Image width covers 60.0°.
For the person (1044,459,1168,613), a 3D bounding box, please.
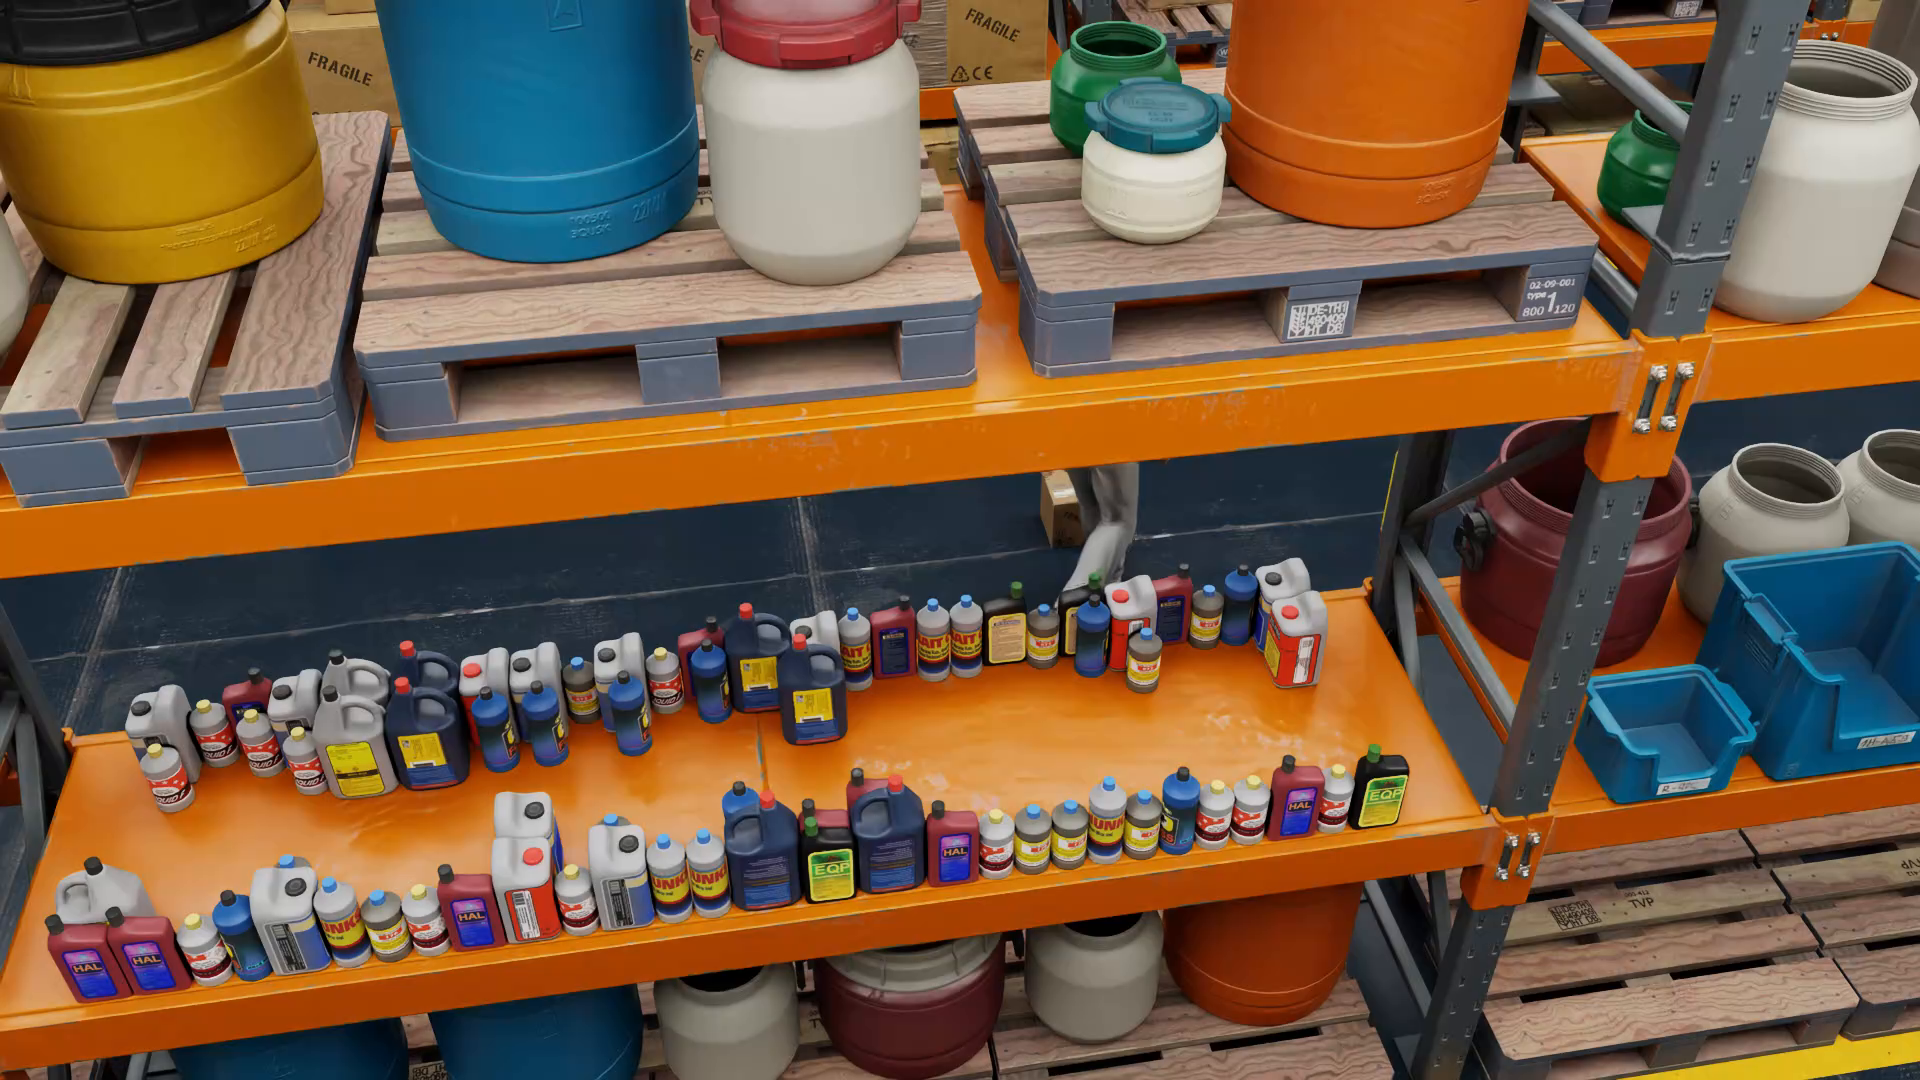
[{"bbox_3d":[0.547,-0.365,6.605,0.524,1.656,0.848,14,41,16],"label":"person"}]
